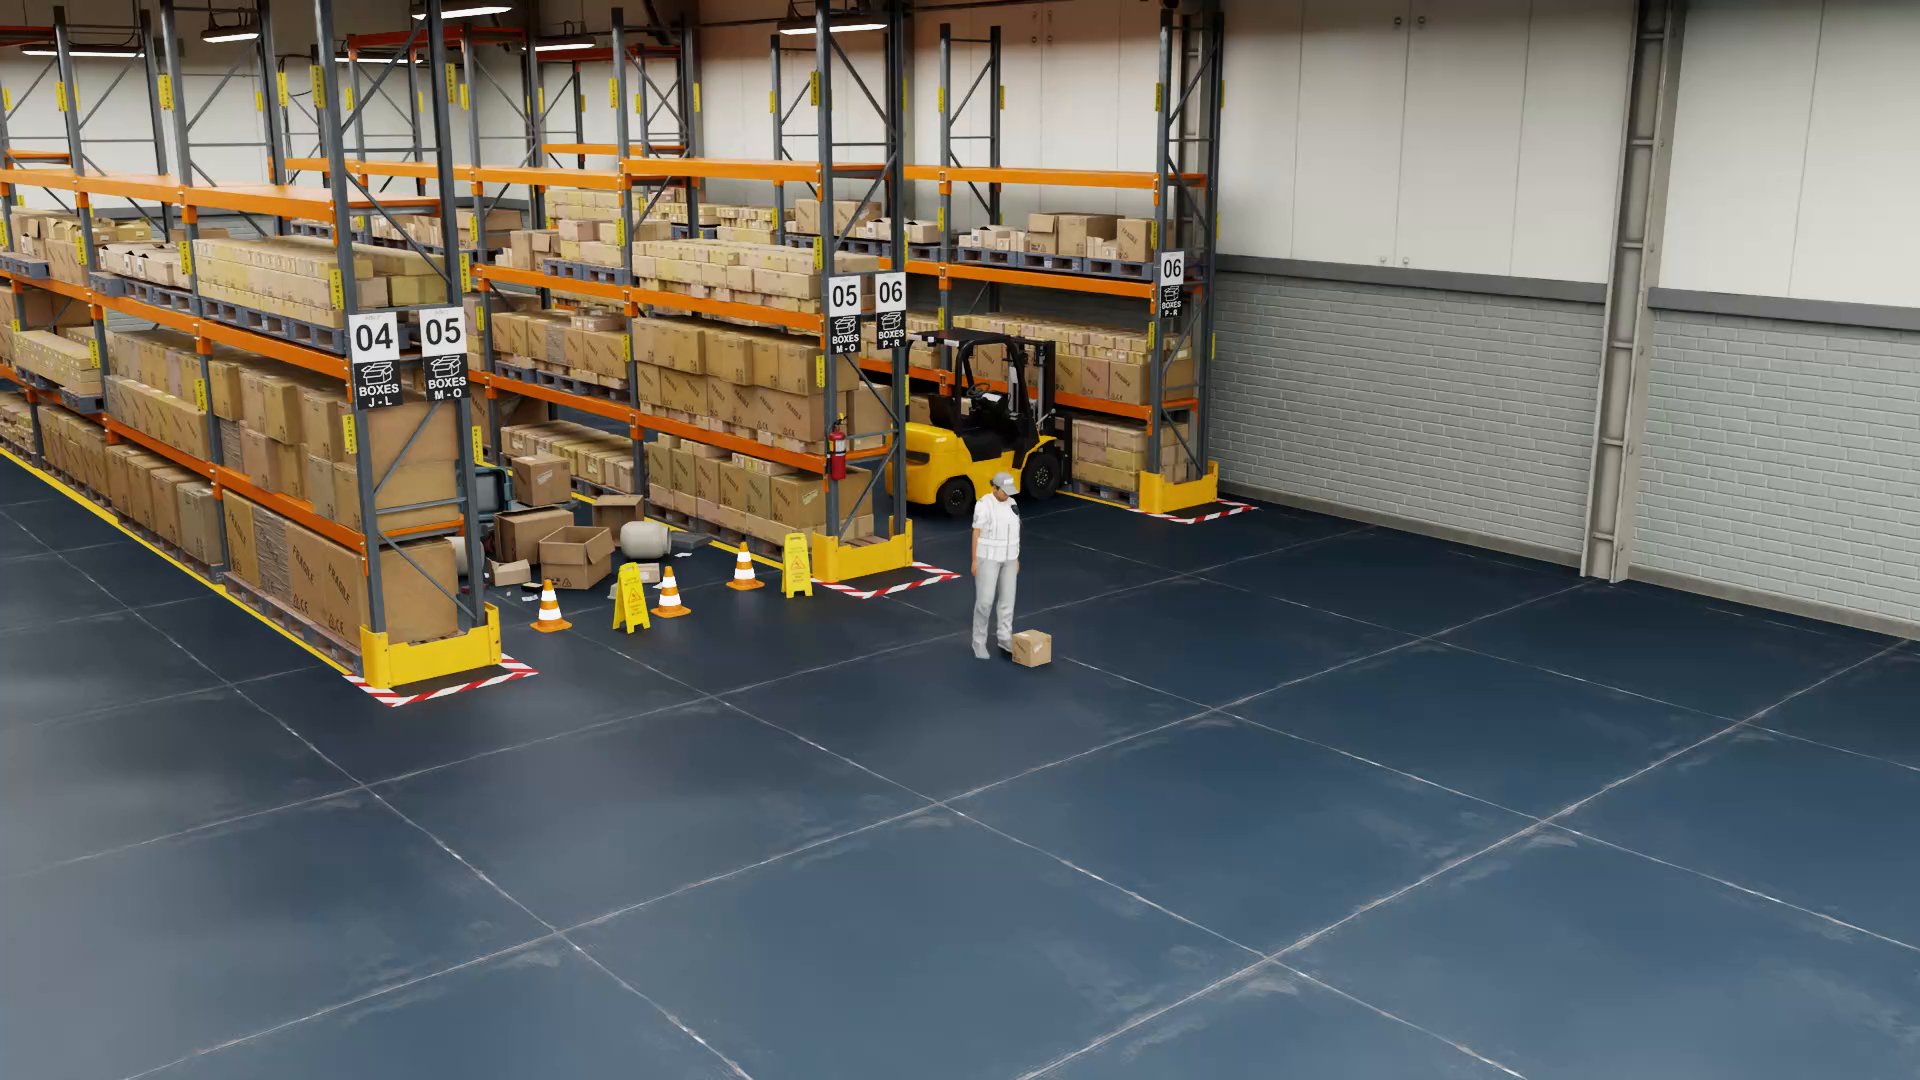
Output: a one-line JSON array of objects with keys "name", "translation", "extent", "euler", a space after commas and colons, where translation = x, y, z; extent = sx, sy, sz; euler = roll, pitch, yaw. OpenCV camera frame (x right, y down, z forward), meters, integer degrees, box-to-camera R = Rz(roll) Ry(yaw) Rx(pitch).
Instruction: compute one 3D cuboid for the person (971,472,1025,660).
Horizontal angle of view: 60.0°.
[{"name": "person", "translation": [0.343, 0.225, 15.144], "extent": [0.561, 1.706, 0.476], "euler": [-10, 17, -35]}]
